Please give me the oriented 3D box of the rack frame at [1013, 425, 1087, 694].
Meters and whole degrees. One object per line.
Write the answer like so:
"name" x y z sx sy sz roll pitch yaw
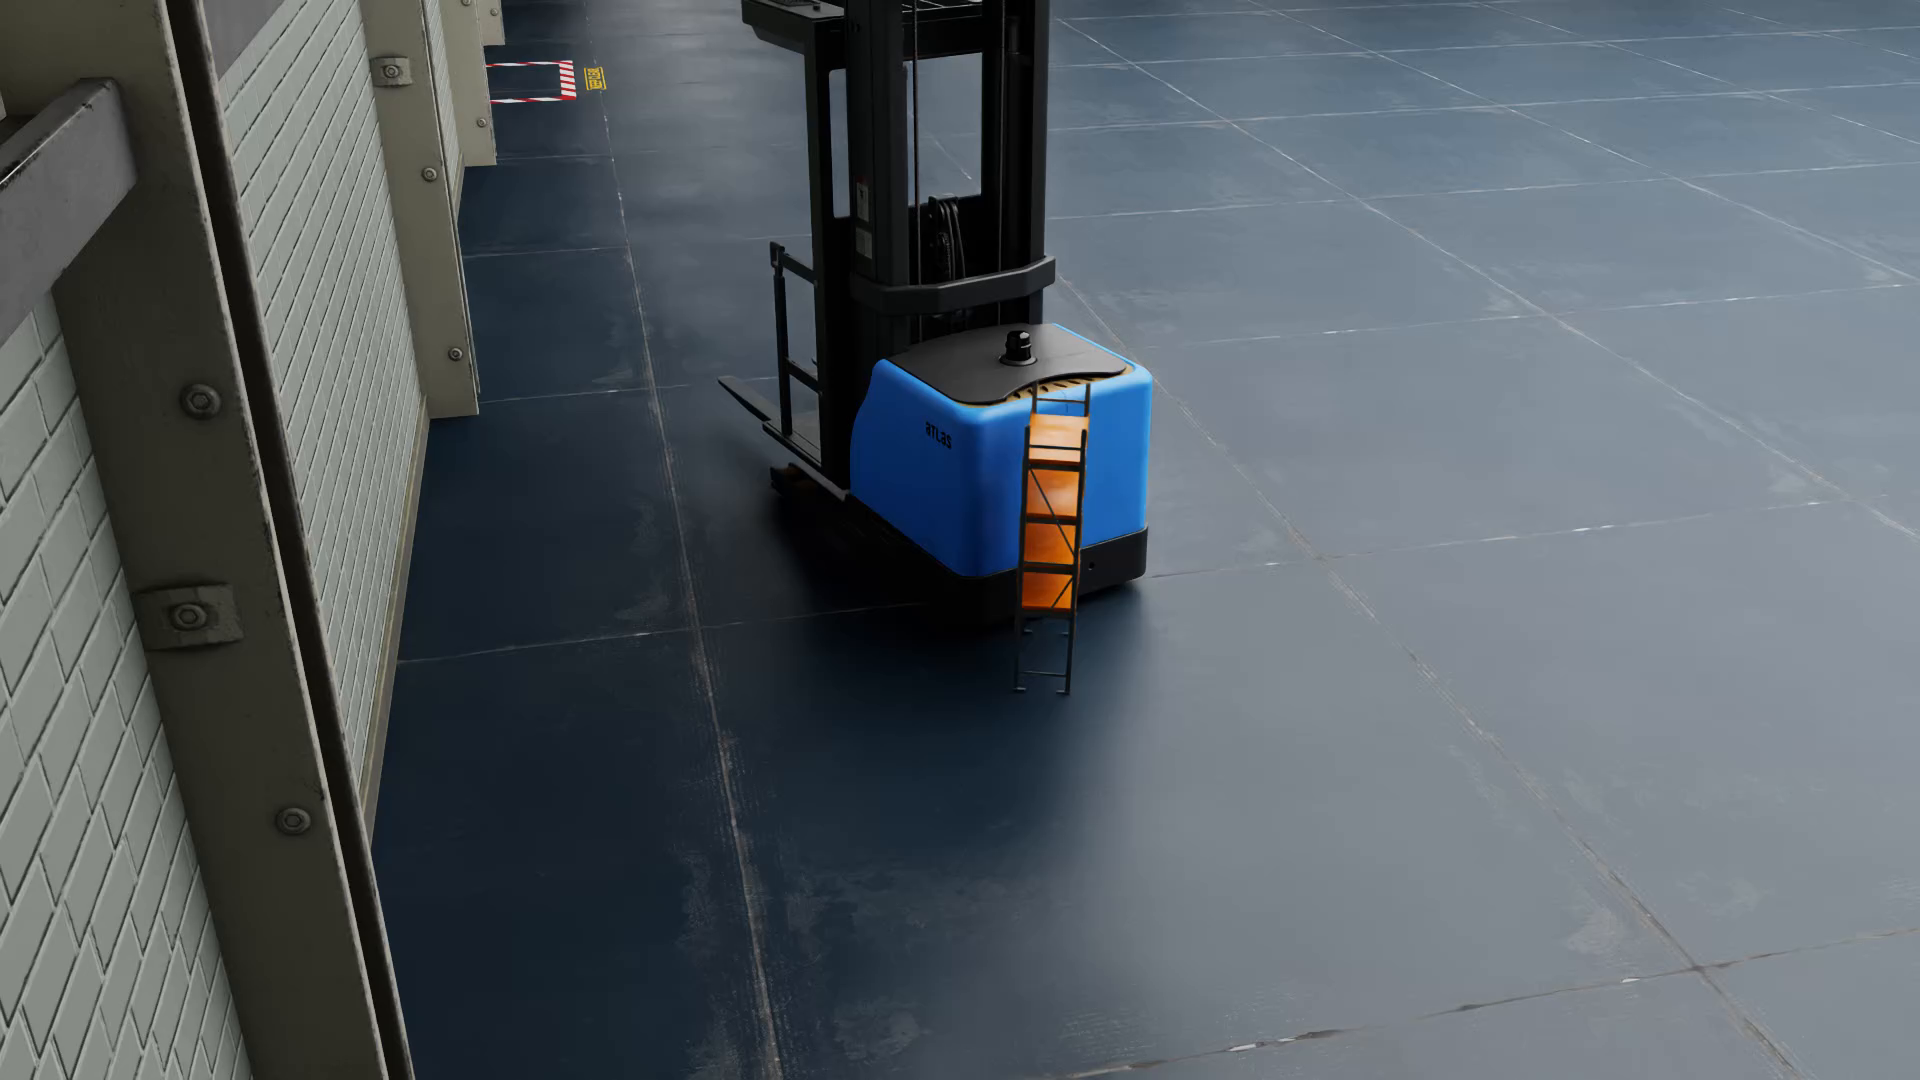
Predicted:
"rack frame" 0.357 0.100 6.712 0.240 1.200 0.015 4 27 5

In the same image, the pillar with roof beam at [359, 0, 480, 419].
"pillar with roof beam" 1.190 -5.257 8.678 9.100 9.000 0.400 -6 27 -12

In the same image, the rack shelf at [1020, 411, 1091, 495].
"rack shelf" 0.391 -0.359 6.751 0.258 0.148 0.480 4 27 5

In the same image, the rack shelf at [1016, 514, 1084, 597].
"rack shelf" 0.380 0.051 6.959 0.258 0.148 0.480 4 27 5

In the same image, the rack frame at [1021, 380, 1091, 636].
"rack frame" 0.406 -0.118 7.145 0.240 1.200 0.015 4 27 5

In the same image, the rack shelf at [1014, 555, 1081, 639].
"rack shelf" 0.375 0.228 7.049 0.258 0.148 0.480 4 27 5

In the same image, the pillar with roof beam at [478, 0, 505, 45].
"pillar with roof beam" -1.515 -10.525 19.115 9.100 9.000 0.400 -6 27 -12

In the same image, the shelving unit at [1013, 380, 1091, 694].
"shelving unit" 0.381 -0.009 6.929 0.258 1.200 0.503 4 27 5

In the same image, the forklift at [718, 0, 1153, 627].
"forklift" -0.327 -1.548 8.065 1.130 2.935 3.031 -15 31 -28

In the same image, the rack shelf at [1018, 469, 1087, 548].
"rack shelf" 0.385 -0.148 6.858 0.258 0.148 0.480 4 27 5

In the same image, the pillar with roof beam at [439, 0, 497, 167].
"pillar with roof beam" -0.162 -7.891 13.897 9.100 9.000 0.400 -6 27 -12
